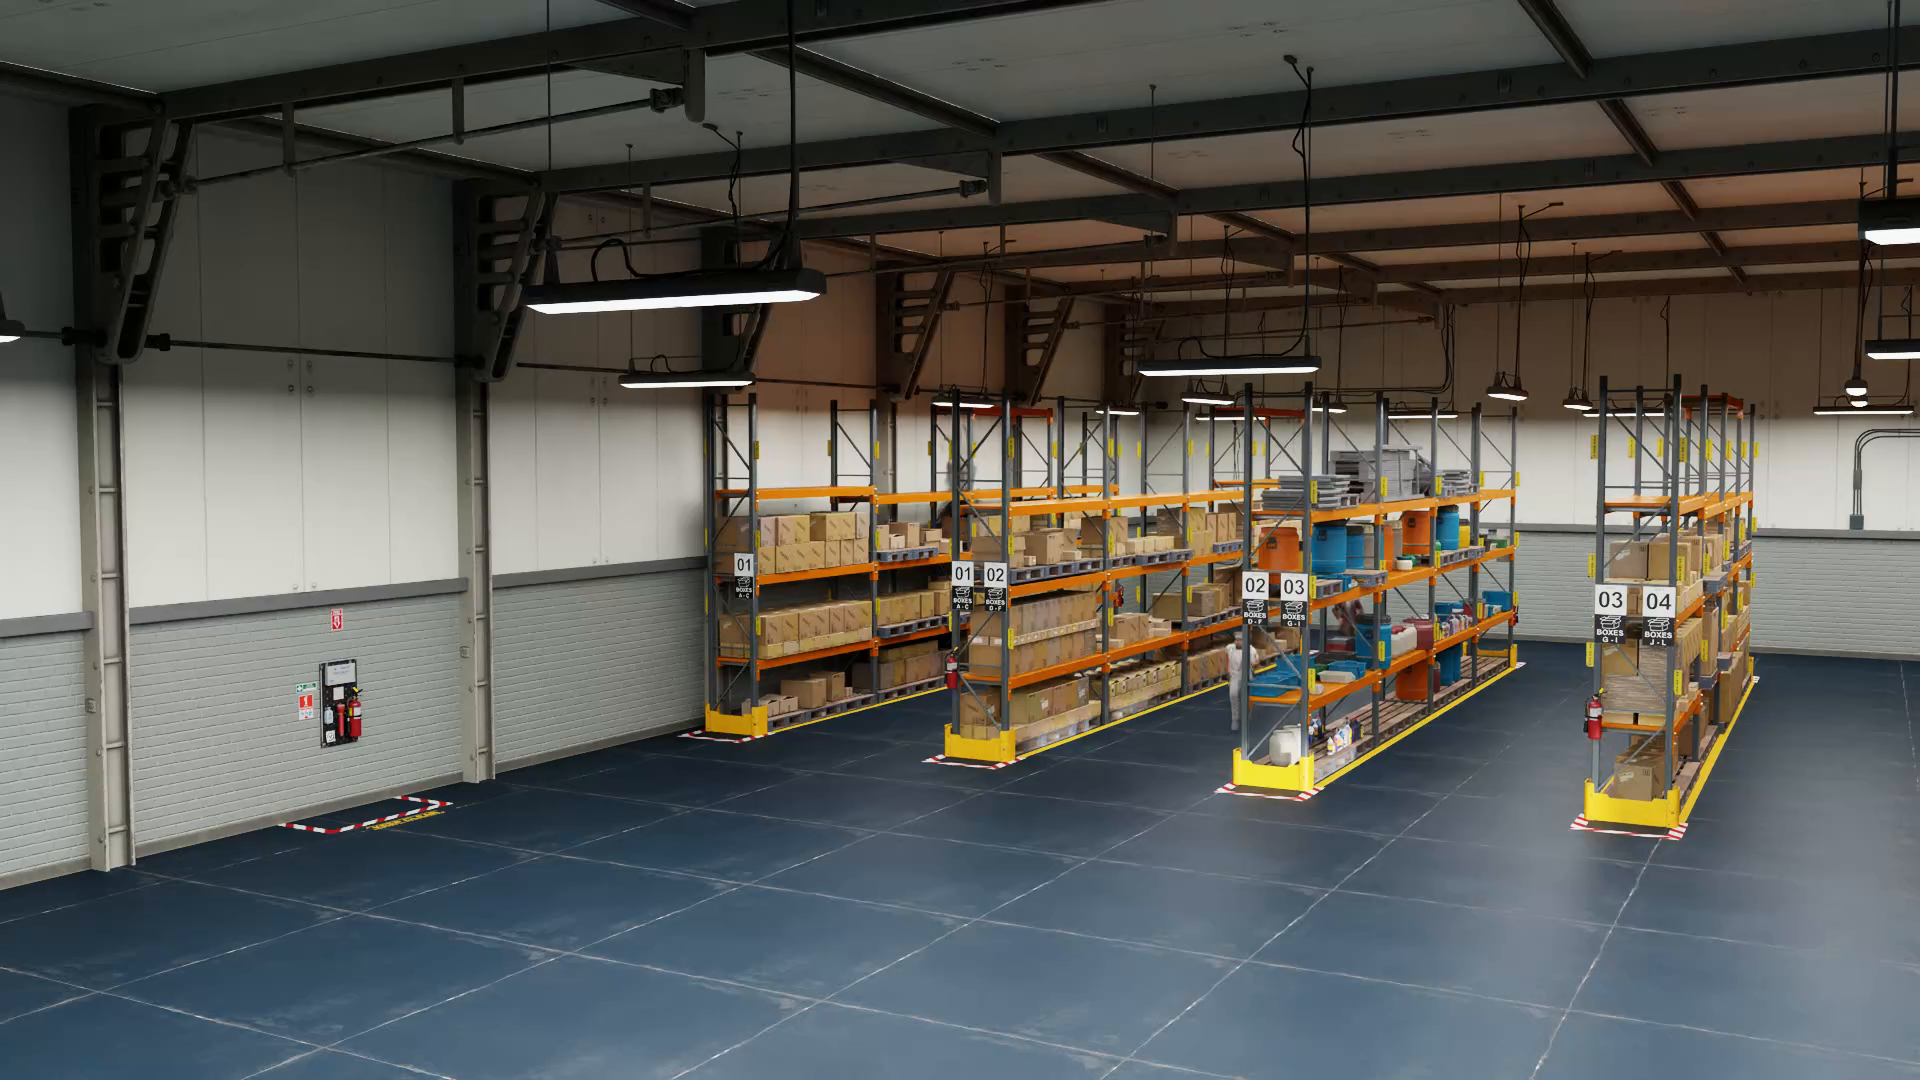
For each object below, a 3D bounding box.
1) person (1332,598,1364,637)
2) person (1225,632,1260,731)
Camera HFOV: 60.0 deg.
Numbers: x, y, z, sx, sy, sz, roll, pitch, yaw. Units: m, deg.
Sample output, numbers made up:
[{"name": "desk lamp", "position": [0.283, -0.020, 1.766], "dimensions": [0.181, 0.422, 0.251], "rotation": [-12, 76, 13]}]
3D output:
[{"name": "person", "position": [9.212, 2.005, 39.437], "dimensions": [0.716, 1.727, 0.649], "rotation": [0, 3, 8]}, {"name": "person", "position": [5.107, 2.527, 30.093], "dimensions": [0.659, 1.788, 0.990], "rotation": [1, 3, 17]}]
